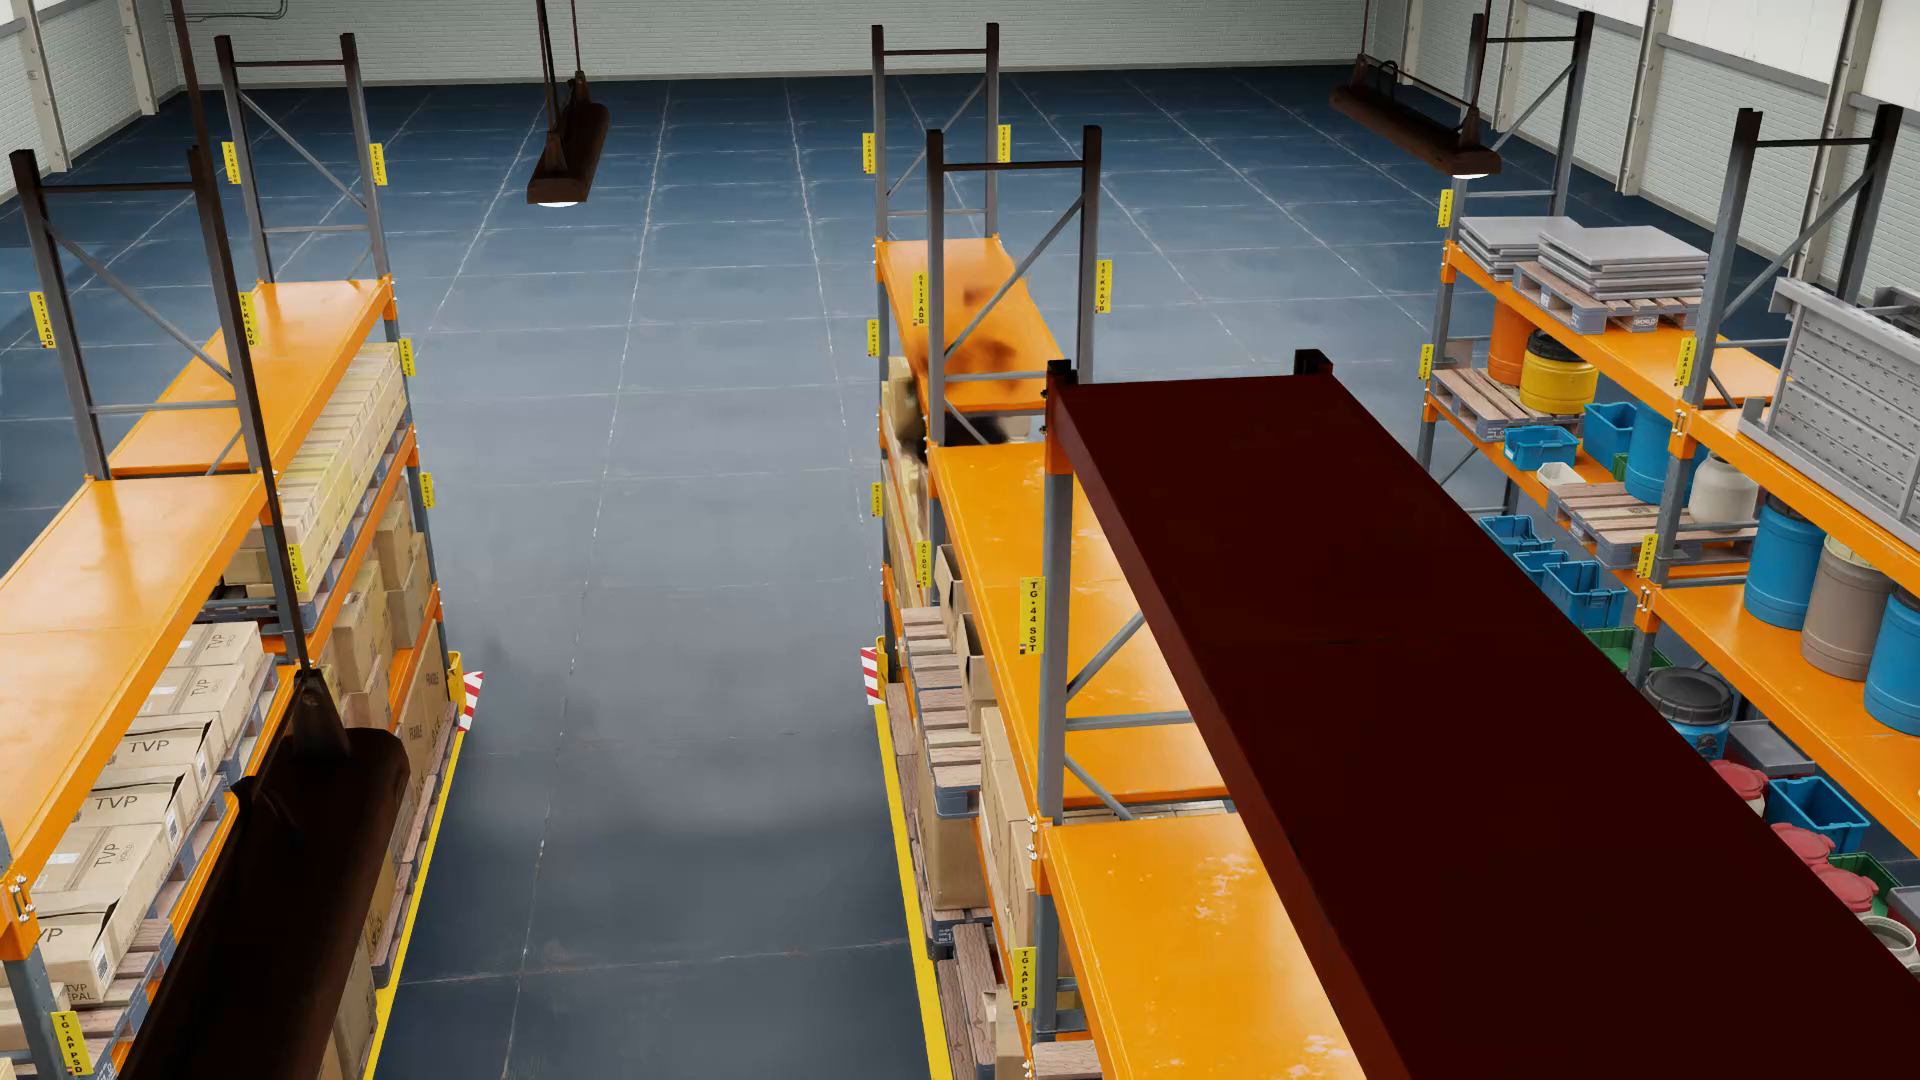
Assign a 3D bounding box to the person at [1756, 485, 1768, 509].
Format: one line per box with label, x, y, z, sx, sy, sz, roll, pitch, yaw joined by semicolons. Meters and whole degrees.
person;8.771;-0.734;18.094;0.858;1.693;0.592;11;28;22
